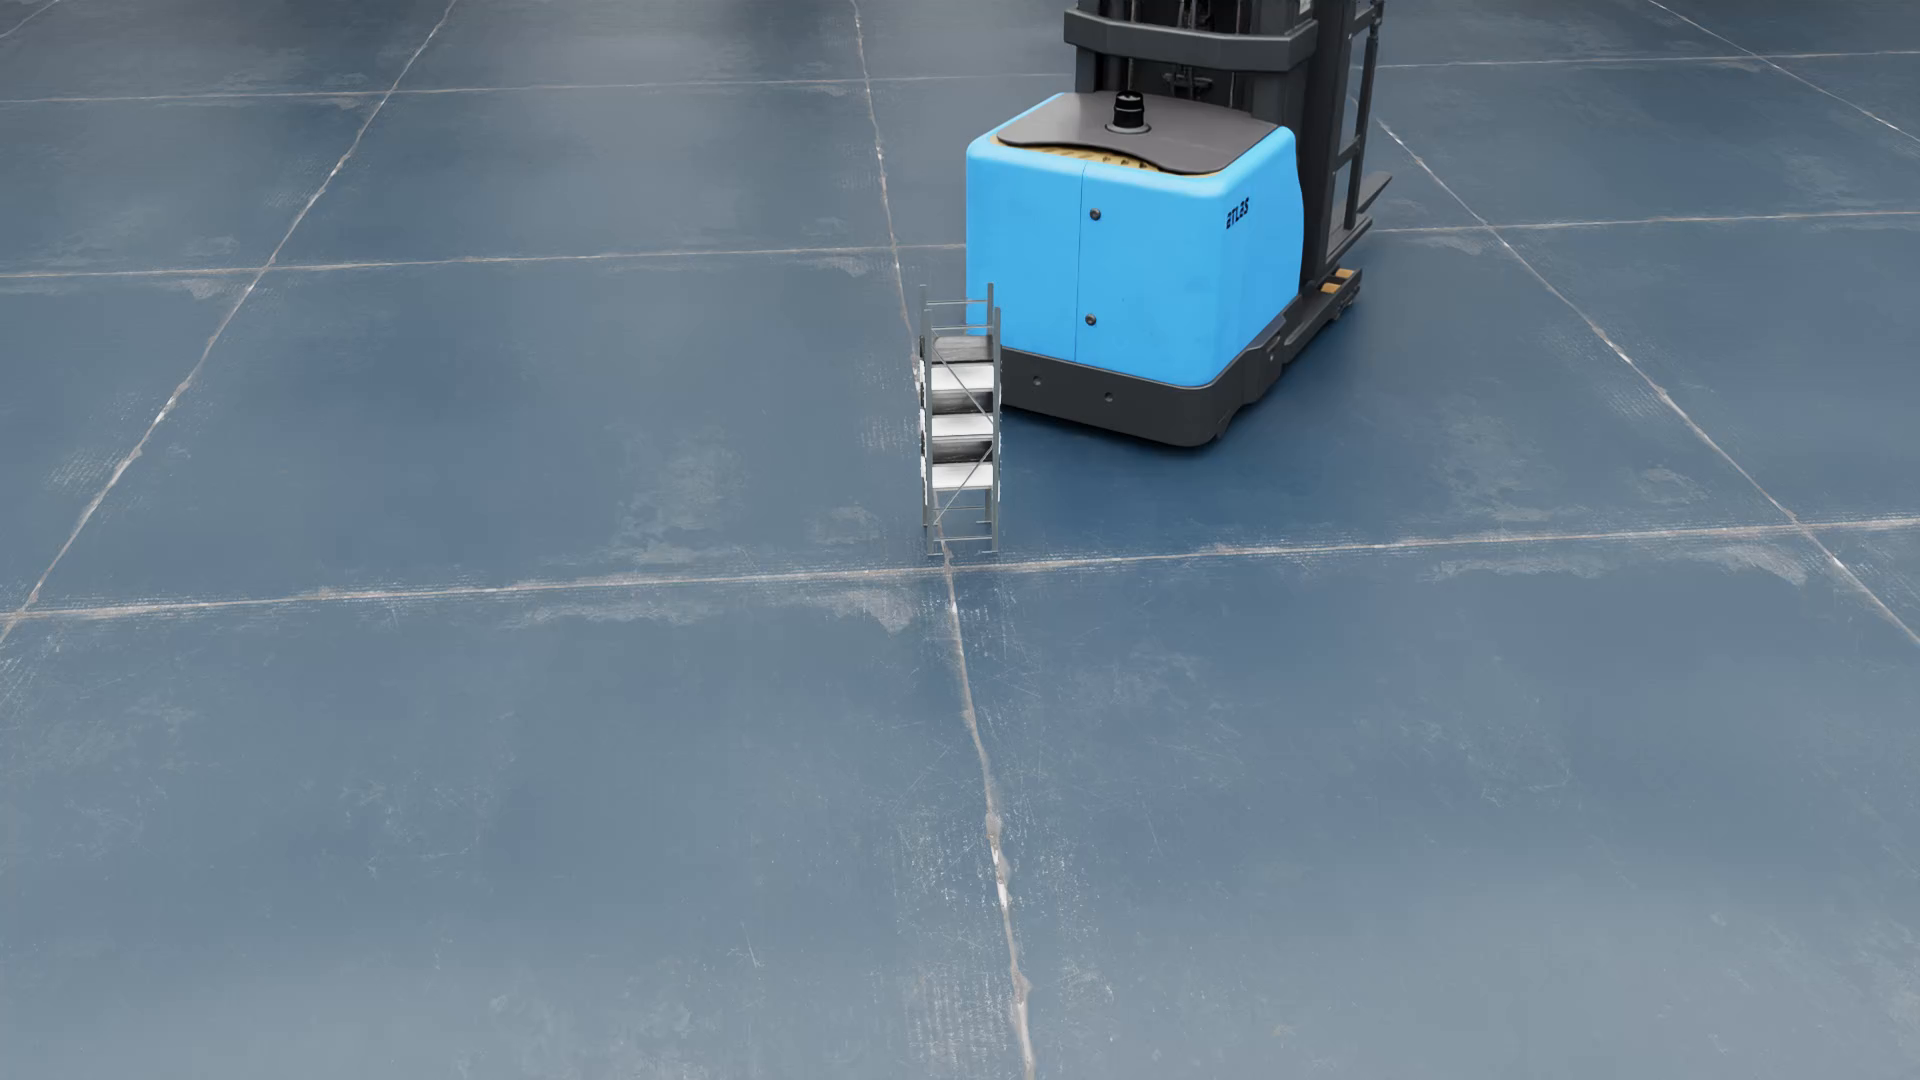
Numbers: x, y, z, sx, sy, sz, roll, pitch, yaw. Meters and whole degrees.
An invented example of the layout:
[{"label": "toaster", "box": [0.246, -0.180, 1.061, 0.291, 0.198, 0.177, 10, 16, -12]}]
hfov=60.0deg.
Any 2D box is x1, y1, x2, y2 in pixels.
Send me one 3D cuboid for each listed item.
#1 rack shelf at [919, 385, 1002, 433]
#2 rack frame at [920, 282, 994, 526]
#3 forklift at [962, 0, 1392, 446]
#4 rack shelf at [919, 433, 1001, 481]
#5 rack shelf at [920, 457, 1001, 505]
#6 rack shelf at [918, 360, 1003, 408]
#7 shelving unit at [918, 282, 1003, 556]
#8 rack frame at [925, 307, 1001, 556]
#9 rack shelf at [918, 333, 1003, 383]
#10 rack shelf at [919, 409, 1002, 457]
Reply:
[{"label": "rack shelf", "box": [-0.001, -0.439, 5.497, 0.258, 0.077, 0.200, -3, 31, -5]}, {"label": "rack frame", "box": [-0.010, -0.442, 5.613, 0.240, 0.900, 0.006, -3, 31, -5]}, {"label": "forklift", "box": [1.162, -2.333, 6.798, 1.130, 2.935, 3.031, 16, 34, 25]}, {"label": "rack shelf", "box": [-0.001, -0.285, 5.589, 0.258, 0.077, 0.200, -3, 31, -5]}, {"label": "rack shelf", "box": [-0.001, -0.207, 5.636, 0.258, 0.077, 0.200, -3, 31, -5]}, {"label": "rack shelf", "box": [-0.001, -0.516, 5.451, 0.258, 0.077, 0.200, -3, 31, -5]}, {"label": "shelving unit", "box": [-0.001, -0.390, 5.526, 0.258, 0.900, 0.210, -3, 31, -5]}, {"label": "rack frame", "box": [0.009, -0.339, 5.439, 0.240, 0.900, 0.006, -3, 31, -5]}, {"label": "rack shelf", "box": [-0.001, -0.594, 5.405, 0.258, 0.077, 0.200, -3, 31, -5]}, {"label": "rack shelf", "box": [-0.001, -0.362, 5.543, 0.258, 0.077, 0.200, -3, 31, -5]}]
